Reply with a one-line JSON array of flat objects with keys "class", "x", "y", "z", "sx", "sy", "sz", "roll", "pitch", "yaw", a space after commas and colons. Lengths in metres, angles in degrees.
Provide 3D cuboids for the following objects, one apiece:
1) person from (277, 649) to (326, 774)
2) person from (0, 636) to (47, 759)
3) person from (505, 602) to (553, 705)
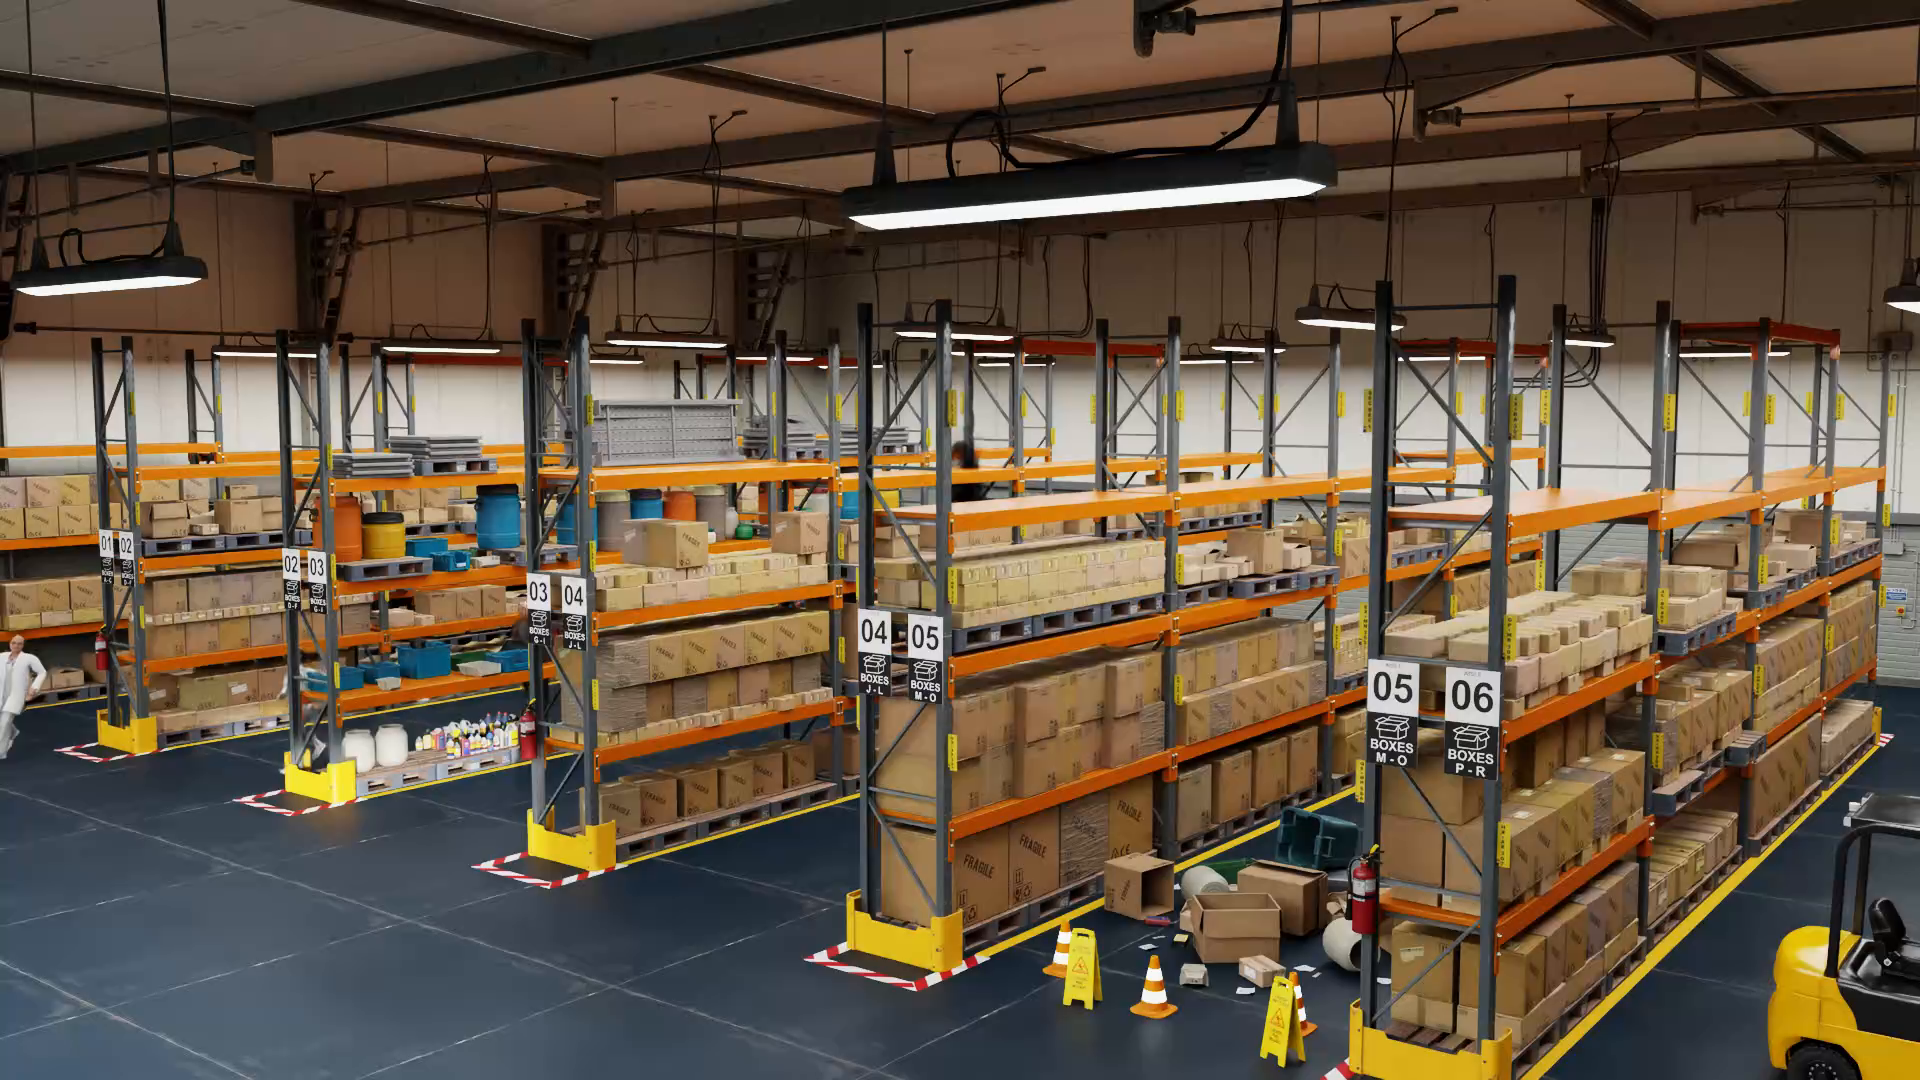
[{"class": "person", "x": -9.115, "y": 2.322, "z": 23.035, "sx": 0.636, "sy": 1.717, "sz": 0.817, "roll": 3, "pitch": 6, "yaw": 32}, {"class": "person", "x": -13.468, "y": 2.230, "z": 23.713, "sx": 0.777, "sy": 1.741, "sz": 0.904, "roll": 0, "pitch": 5, "yaw": -5}, {"class": "person", "x": -7.049, "y": 1.946, "z": 27.288, "sx": 0.729, "sy": 1.686, "sz": 0.903, "roll": 4, "pitch": 6, "yaw": 35}]
